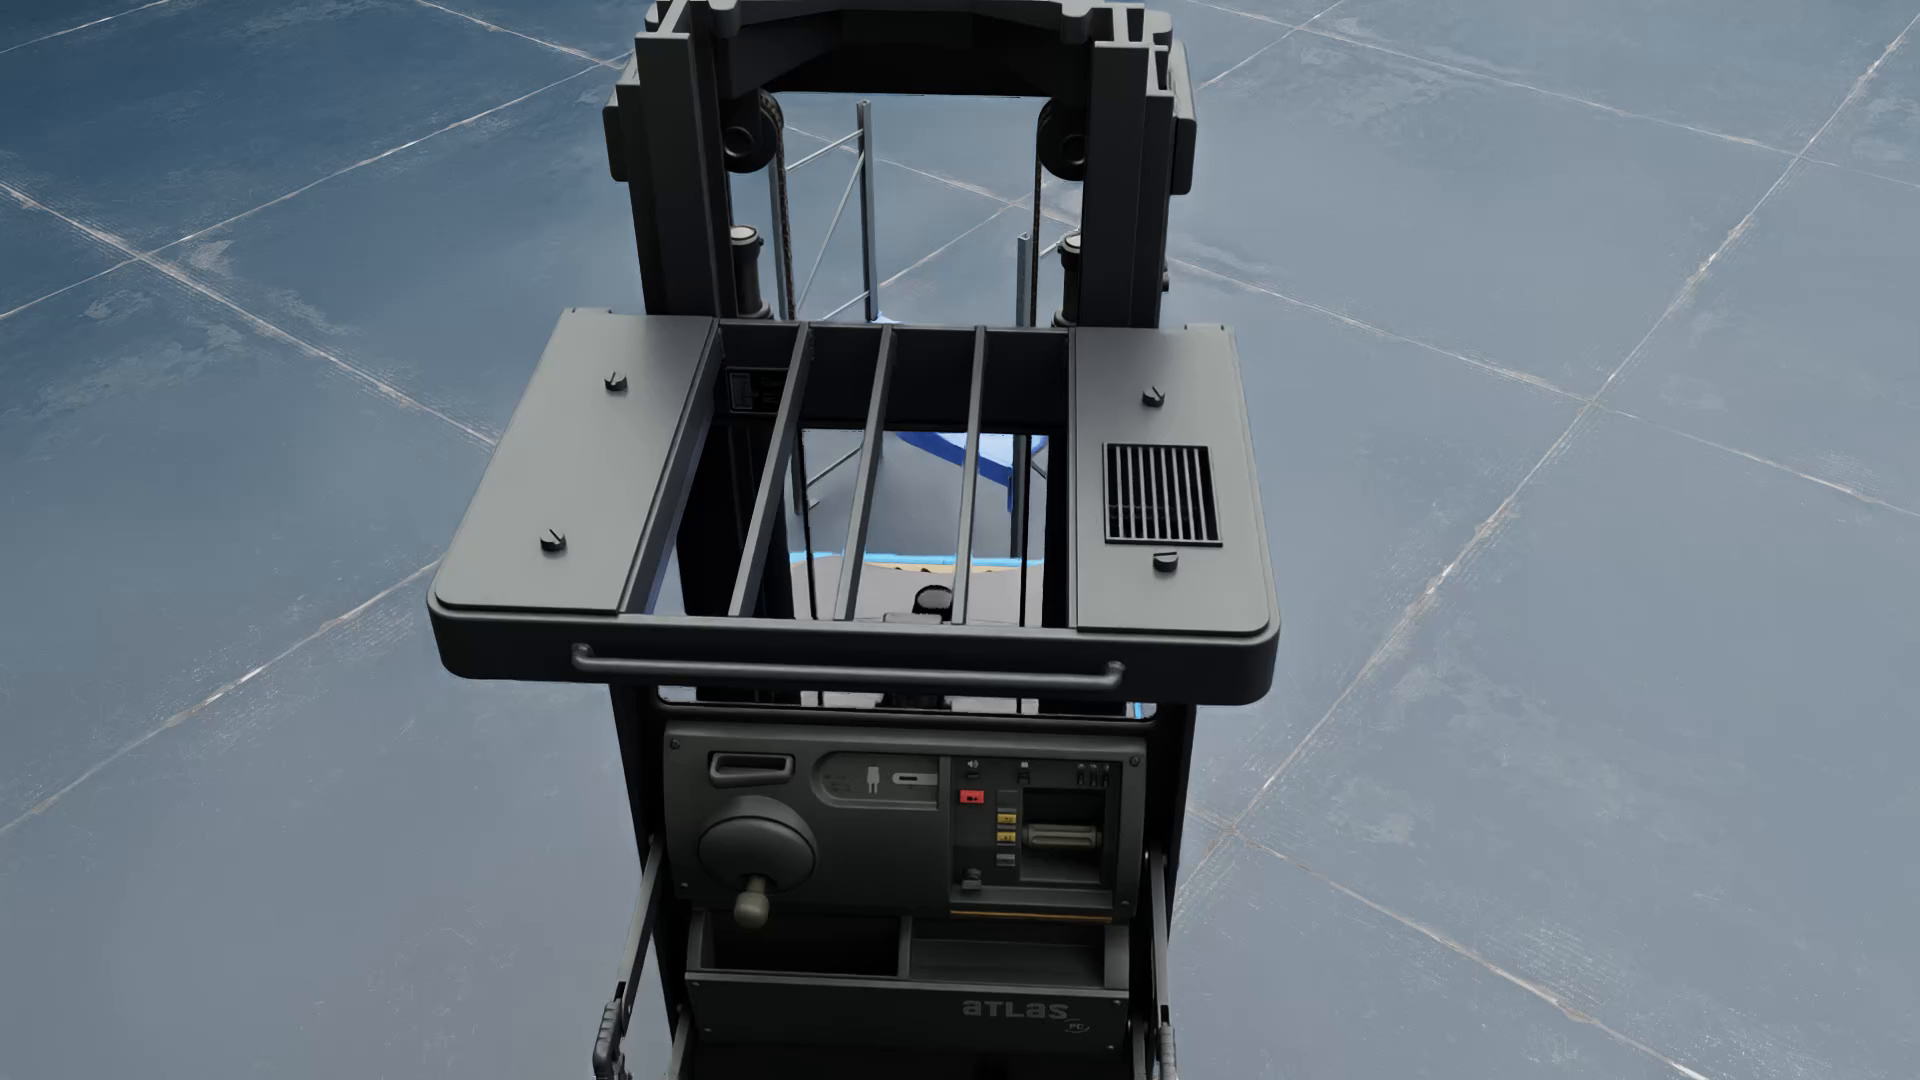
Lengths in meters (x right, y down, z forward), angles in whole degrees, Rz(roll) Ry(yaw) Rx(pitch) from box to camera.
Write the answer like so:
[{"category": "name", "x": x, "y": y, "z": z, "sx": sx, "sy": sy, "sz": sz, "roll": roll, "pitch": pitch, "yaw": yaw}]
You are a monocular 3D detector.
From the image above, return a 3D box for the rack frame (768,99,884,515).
[{"category": "rack frame", "x": -0.472, "y": -0.813, "z": 6.072, "sx": 0.032, "sy": 1.500, "sz": 0.500, "roll": 25, "pitch": 45, "yaw": 29}]

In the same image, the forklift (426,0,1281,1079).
[{"category": "forklift", "x": -0.119, "y": 0.636, "z": 3.061, "sx": 1.130, "sy": 2.935, "sz": 3.031, "roll": 2, "pitch": 38, "yaw": 2}]

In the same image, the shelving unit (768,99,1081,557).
[{"category": "shelving unit", "x": -0.068, "y": -0.622, "z": 5.828, "sx": 1.048, "sy": 1.500, "sz": 0.500, "roll": 25, "pitch": 45, "yaw": 29}]

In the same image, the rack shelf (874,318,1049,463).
[{"category": "rack shelf", "x": -0.068, "y": -0.519, "z": 5.909, "sx": 0.952, "sy": 0.062, "sz": 0.459, "roll": 25, "pitch": 45, "yaw": 29}]

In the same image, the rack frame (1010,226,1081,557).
[{"category": "rack frame", "x": 0.336, "y": -0.432, "z": 5.585, "sx": 0.032, "sy": 1.500, "sz": 0.500, "roll": 25, "pitch": 45, "yaw": 29}]
